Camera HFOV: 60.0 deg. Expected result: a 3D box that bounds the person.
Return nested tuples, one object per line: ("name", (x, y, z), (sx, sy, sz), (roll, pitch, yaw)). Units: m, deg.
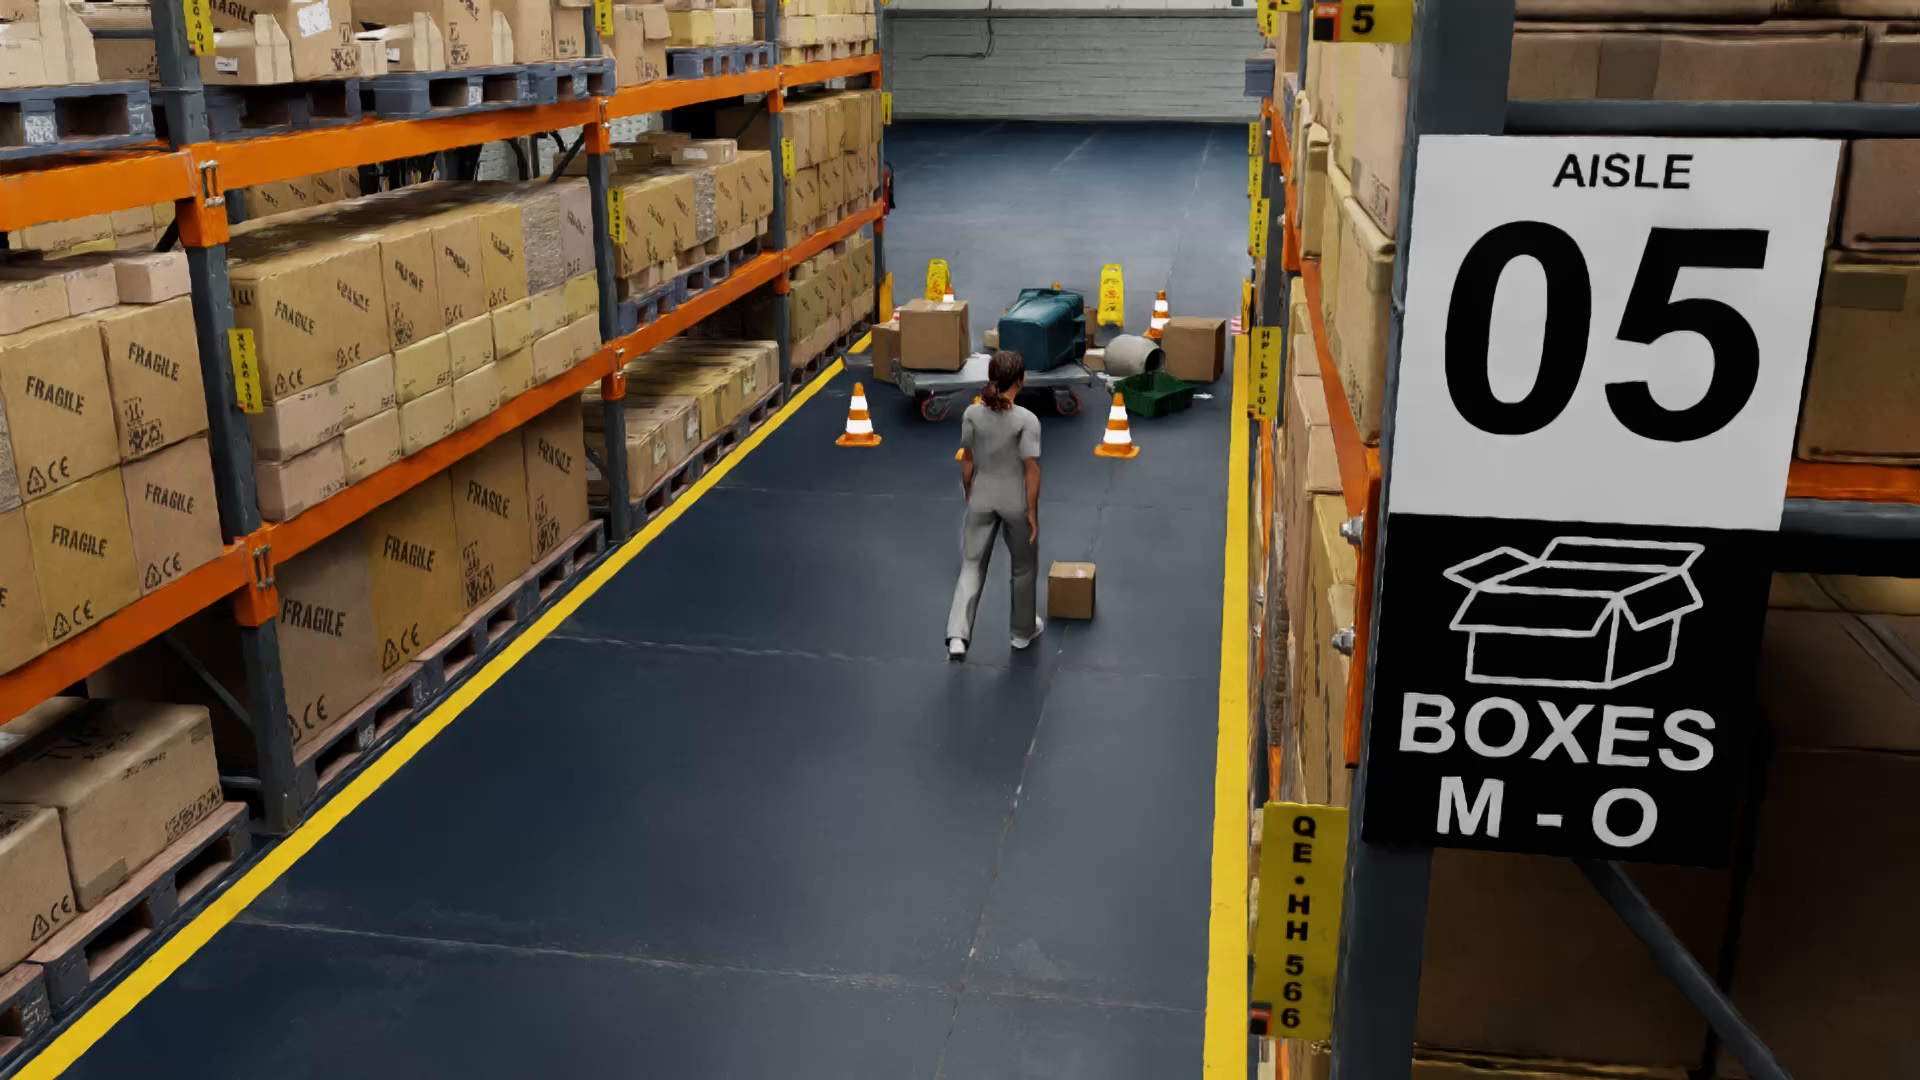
("person", (0.211, -0.163, 8.561), (0.443, 1.653, 0.922), (6, 19, 16))
